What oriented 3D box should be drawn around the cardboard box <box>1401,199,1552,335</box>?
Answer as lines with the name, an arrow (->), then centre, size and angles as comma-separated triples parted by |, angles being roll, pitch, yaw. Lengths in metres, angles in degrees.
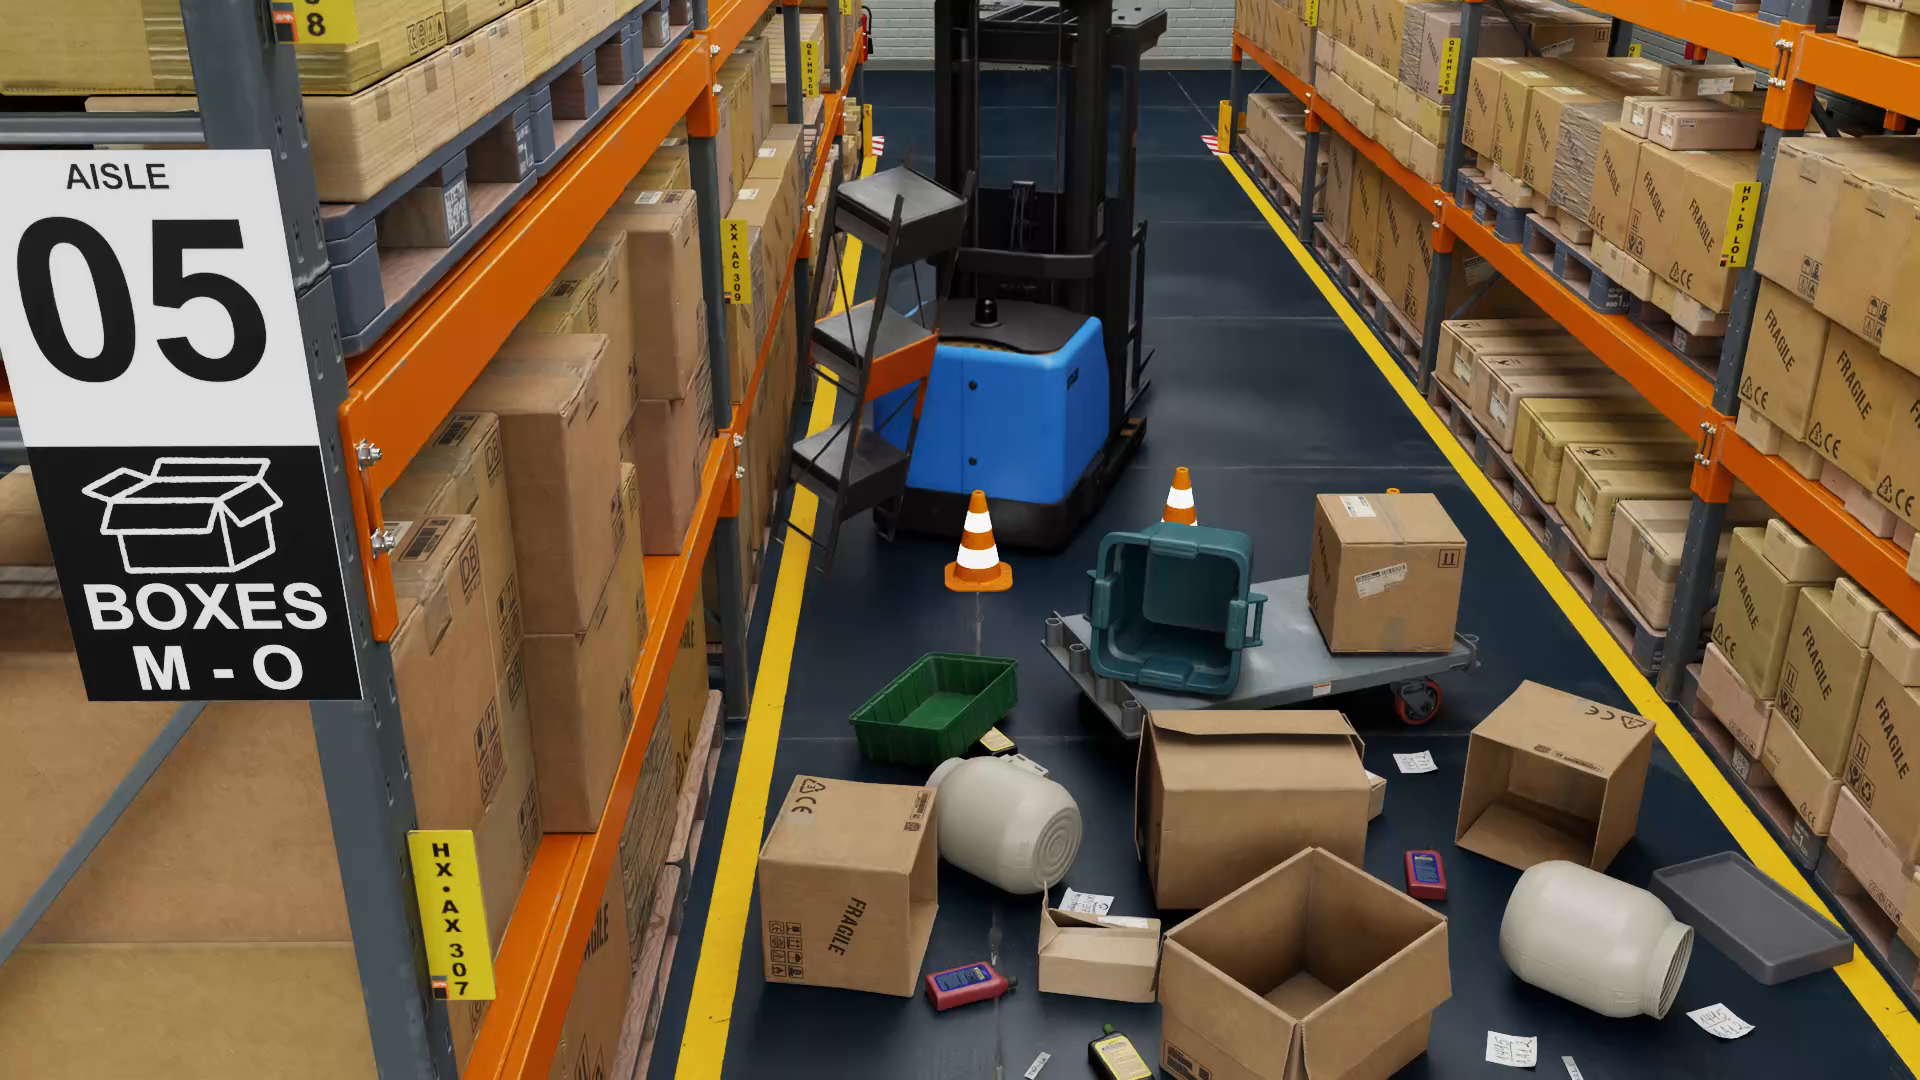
cardboard box -> 3.577, -1.840, 11.246 | 0.875, 0.875, 0.875 | 0, 24, -1

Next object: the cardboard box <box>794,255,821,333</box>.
cardboard box -> -1.200, -1.612, 11.199 | 0.500, 0.500, 0.500 | -1, 24, -3

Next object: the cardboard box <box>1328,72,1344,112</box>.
cardboard box -> 3.206, -3.515, 13.065 | 0.500, 0.250, 0.500 | -1, 24, -2

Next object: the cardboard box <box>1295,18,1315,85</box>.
cardboard box -> 3.197, -4.215, 14.308 | 0.500, 0.500, 0.500 | 0, 24, 0

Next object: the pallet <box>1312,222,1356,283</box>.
pallet -> 3.542, -2.391, 13.781 | 1.003, 0.211, 1.213 | 0, 24, -1

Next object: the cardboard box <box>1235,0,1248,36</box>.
cardboard box -> 3.132, -5.474, 17.092 | 0.500, 0.500, 0.500 | 0, 24, -1

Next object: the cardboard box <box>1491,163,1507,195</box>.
cardboard box -> 3.246, -2.044, 9.424 | 0.380, 0.149, 0.250 | -2, 24, -4

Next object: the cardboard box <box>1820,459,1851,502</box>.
cardboard box -> 3.316, -0.224, 5.910 | 0.380, 0.149, 0.250 | 0, 24, -1

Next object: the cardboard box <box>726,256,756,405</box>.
cardboard box -> -1.140, -0.883, 6.940 | 0.500, 0.500, 0.500 | 0, 24, 0

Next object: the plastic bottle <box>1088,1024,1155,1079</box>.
plastic bottle -> 0.482, 1.604, 5.130 | 0.133, 0.061, 0.283 | -9, 26, -19

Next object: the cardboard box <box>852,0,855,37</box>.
cardboard box -> -1.261, -4.934, 15.538 | 0.500, 0.500, 0.500 | 1, 24, 2

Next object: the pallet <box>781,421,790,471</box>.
pallet -> -1.514, -0.672, 9.979 | 1.003, 0.211, 1.213 | 0, 24, -1

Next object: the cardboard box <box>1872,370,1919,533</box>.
cardboard box -> 3.292, -0.268, 5.220 | 0.500, 0.500, 0.500 | 0, 24, -1

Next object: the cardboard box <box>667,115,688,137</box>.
cardboard box -> -1.422, -1.537, 7.173 | 0.700, 0.500, 0.500 | -1, 24, -1

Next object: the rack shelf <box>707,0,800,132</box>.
rack shelf -> -1.425, -2.482, 7.831 | 1.077, 0.370, 4.000 | 0, 24, -1

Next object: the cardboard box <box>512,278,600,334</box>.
cardboard box -> -1.430, -0.360, 4.413 | 0.875, 0.550, 0.500 | 0, 24, -1

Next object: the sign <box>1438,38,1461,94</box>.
sign -> 2.947, -2.855, 10.017 | 0.100, 0.325, 0.005 | 0, 24, -1

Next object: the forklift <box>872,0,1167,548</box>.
forklift -> 0.489, -1.875, 9.338 | 1.130, 2.935, 3.031 | 8, 26, 17

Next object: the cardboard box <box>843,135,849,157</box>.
cardboard box -> -1.230, -3.652, 15.413 | 0.380, 0.149, 0.250 | 0, 24, 1

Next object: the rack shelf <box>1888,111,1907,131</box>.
rack shelf -> 8.443, -2.851, 12.288 | 1.077, 0.370, 4.000 | 0, 24, -1

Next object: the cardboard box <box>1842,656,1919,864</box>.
cardboard box -> 3.303, 0.715, 5.445 | 0.500, 0.500, 0.500 | 1, 24, 2

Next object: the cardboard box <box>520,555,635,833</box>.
cardboard box -> -1.318, 0.350, 4.154 | 0.875, 0.550, 0.550 | 0, 24, -1

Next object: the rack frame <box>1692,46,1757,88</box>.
rack frame -> 8.378, -5.652, 17.606 | 1.000, 3.000, 0.127 | 0, 24, -1

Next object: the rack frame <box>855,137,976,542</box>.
rack frame -> -0.296, -0.914, 8.120 | 0.400, 2.100, 0.015 | 34, 40, 25

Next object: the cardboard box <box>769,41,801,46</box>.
cardboard box -> -1.273, -3.451, 11.814 | 0.380, 0.149, 0.250 | -1, 24, -1

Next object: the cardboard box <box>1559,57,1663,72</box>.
cardboard box -> 3.784, -2.518, 9.685 | 0.500, 0.500, 0.500 | -1, 24, -2

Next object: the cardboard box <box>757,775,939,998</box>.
cardboard box -> -0.360, 1.154, 5.589 | 0.500, 0.500, 0.500 | 4, 25, 9

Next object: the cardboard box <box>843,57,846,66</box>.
cardboard box -> -1.234, -4.351, 15.036 | 0.380, 0.149, 0.250 | 0, 24, 0

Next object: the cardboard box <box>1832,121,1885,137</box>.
cardboard box -> 8.271, -3.671, 15.751 | 0.700, 0.500, 0.500 | -1, 24, -3

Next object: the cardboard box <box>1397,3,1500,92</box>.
cardboard box -> 3.220, -3.256, 10.974 | 0.500, 0.500, 0.500 | 0, 24, 0

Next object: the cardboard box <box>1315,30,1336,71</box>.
cardboard box -> 3.181, -3.956, 13.433 | 0.500, 0.250, 0.500 | -1, 24, -2

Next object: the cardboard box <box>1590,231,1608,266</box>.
cardboard box -> 3.267, -1.391, 7.981 | 0.380, 0.149, 0.250 | 0, 24, -1

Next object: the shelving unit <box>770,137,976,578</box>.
shelving unit -> -0.449, -0.827, 7.951 | 0.431, 2.100, 0.503 | 34, 40, 25

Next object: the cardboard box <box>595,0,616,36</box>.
cardboard box -> -1.062, -1.331, 4.086 | 0.380, 0.149, 0.250 | 0, 24, -1

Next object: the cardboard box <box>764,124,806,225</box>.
cardboard box -> -1.174, -2.129, 9.695 | 0.500, 0.500, 0.500 | 0, 24, -1

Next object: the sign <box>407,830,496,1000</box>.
sign -> -0.805, 0.599, 2.640 | 0.100, 0.325, 0.005 | 0, 24, -1

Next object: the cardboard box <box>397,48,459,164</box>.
cardboard box -> -1.047, -0.708, 2.709 | 0.380, 0.149, 0.250 | 0, 24, 0

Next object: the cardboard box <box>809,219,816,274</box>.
cardboard box -> -1.213, -1.947, 11.028 | 0.500, 0.250, 0.500 | -1, 24, -3

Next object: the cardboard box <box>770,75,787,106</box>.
cardboard box -> -1.258, -2.808, 10.393 | 0.380, 0.149, 0.250 | 0, 24, 0

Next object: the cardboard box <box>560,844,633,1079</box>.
cardboard box -> -1.445, 1.164, 4.605 | 0.875, 0.875, 0.875 | -1, 24, -1

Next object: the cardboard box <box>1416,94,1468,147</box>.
cardboard box -> 3.242, -2.689, 10.631 | 0.500, 0.250, 0.500 | 0, 24, -1

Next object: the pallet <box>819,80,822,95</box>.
pallet -> -1.628, -3.513, 13.109 | 1.003, 0.211, 1.213 | 0, 24, -1

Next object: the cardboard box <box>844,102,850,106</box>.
cardboard box -> -1.330, -4.407, 17.081 | 0.380, 0.149, 0.250 | 0, 24, 0

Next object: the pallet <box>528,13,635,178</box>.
pallet -> -1.395, -1.107, 4.025 | 1.003, 0.211, 1.213 | 0, 24, -1

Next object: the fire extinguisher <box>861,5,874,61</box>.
fire extinguisher -> -1.076, -5.465, 17.739 | 0.296, 0.674, 0.183 | 0, 24, -1

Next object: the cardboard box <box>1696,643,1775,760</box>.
cardboard box -> 3.282, 0.623, 6.560 | 0.500, 0.250, 0.500 | -1, 24, -3

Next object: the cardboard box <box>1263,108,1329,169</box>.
cardboard box -> 3.540, -4.003, 16.561 | 0.875, 0.438, 0.875 | 0, 24, 1

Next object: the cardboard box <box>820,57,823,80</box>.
cardboard box -> -1.285, -3.723, 13.136 | 0.380, 0.149, 0.250 | 0, 24, 0

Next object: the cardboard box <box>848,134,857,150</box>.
cardboard box -> -1.217, -3.948, 16.429 | 0.380, 0.149, 0.250 | 0, 24, 0

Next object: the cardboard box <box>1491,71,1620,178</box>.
cardboard box -> 3.288, -2.303, 9.209 | 0.500, 0.500, 0.500 | 1, 24, 2

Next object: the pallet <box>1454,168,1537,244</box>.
pallet -> 3.616, -1.951, 9.656 | 1.213, 0.211, 1.003 | 0, 24, -1

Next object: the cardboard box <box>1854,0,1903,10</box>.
cardboard box -> 3.276, -1.934, 5.568 | 0.500, 0.250, 0.500 | -1, 24, -2

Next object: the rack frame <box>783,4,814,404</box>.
rack frame -> -1.447, -2.267, 10.123 | 1.000, 3.000, 0.127 | 0, 24, -1

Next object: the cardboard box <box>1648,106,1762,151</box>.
cardboard box -> 3.294, -1.824, 7.364 | 0.380, 0.149, 0.250 | -1, 24, -2

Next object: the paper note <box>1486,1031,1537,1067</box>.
paper note -> 1.729, 1.592, 5.207 | 0.148, 0.019, 0.142 | 8, 26, 18

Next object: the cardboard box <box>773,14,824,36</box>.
cardboard box -> -1.291, -4.099, 13.247 | 0.380, 0.149, 0.250 | 1, 24, 2
